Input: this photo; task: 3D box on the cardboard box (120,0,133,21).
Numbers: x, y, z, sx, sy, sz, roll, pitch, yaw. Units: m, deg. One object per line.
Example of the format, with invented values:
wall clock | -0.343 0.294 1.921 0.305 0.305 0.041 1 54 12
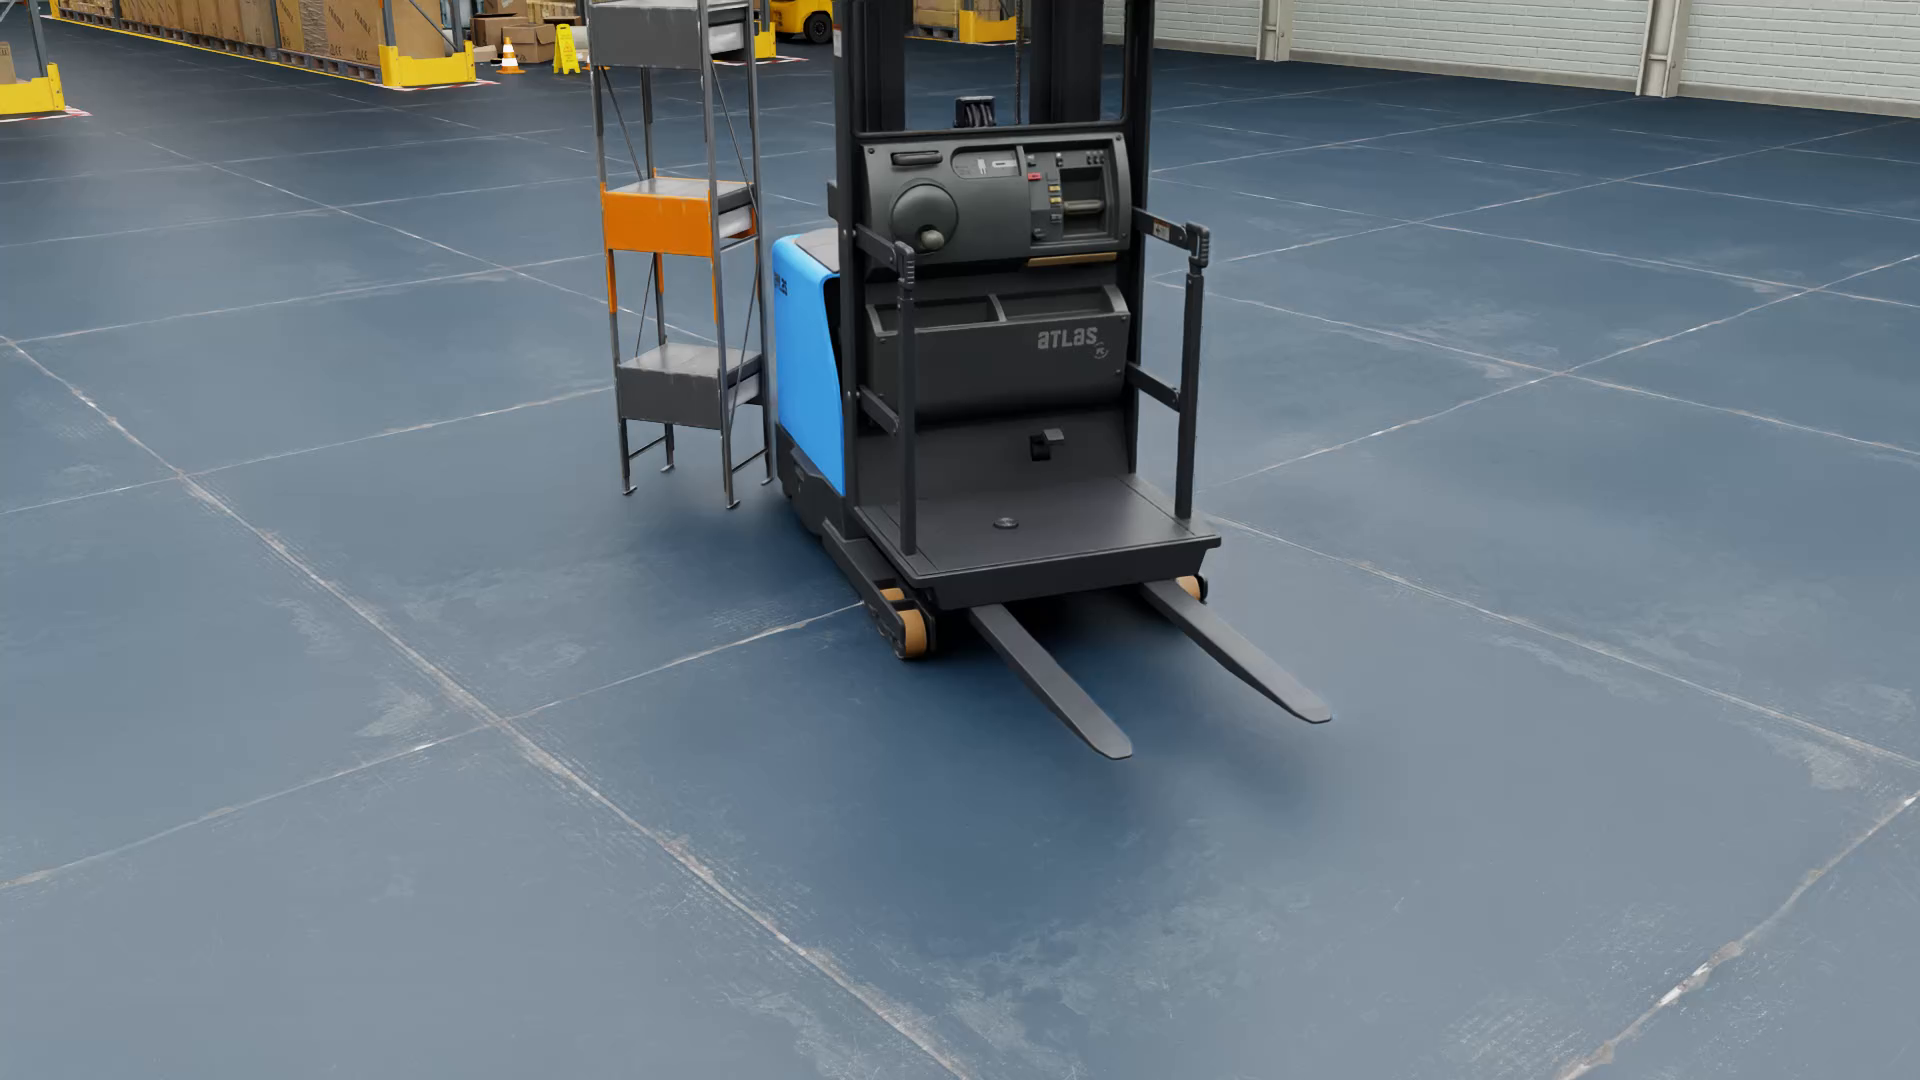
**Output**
cardboard box | -14.495 -9.461 29.378 0.500 0.500 0.500 -16 27 -35

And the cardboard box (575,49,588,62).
cardboard box | -5.645 -7.141 24.513 0.380 0.149 0.250 -4 22 -10

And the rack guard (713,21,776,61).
rack guard | -3.309 -7.445 24.806 1.175 0.500 0.348 -17 27 -37

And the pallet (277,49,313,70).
pallet | -9.117 -6.959 23.963 1.003 0.211 1.213 -17 27 -37

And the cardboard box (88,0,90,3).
cardboard box | -16.169 -10.177 31.281 0.380 0.149 0.250 -16 26 -35

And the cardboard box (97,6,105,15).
cardboard box | -15.618 -9.741 30.576 0.380 0.149 0.250 -19 28 -39

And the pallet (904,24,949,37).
pallet | -0.825 -9.010 29.199 1.003 0.211 1.213 -17 27 -37

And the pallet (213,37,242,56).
pallet | -10.916 -7.721 25.906 1.003 0.211 1.213 -17 27 -37

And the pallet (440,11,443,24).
pallet | -9.731 -10.072 31.911 1.003 0.211 1.213 -17 27 -37

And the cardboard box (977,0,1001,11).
cardboard box | 0.349 -9.098 28.108 0.500 0.250 0.500 -17 27 -36

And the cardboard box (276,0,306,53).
cardboard box | -9.197 -7.502 23.863 0.875 0.875 0.875 -17 27 -37

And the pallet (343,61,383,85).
pallet | -7.525 -6.285 22.242 1.003 0.211 1.213 -17 27 -37

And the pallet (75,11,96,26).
pallet | -16.042 -9.913 31.503 1.003 0.211 1.213 -17 27 -37

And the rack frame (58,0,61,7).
rack frame | -17.388 -11.802 32.503 1.000 3.000 0.127 -17 27 -37

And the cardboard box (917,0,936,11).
cardboard box | -0.375 -9.120 28.164 0.500 0.250 0.500 -18 28 -38

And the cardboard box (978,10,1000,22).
cardboard box | 0.326 -8.868 28.206 0.500 0.250 0.500 -17 27 -37

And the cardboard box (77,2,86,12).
cardboard box | -16.469 -10.095 31.479 0.380 0.149 0.250 -19 28 -40

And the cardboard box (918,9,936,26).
cardboard box | -0.365 -8.880 28.237 0.500 0.250 0.500 -17 27 -37

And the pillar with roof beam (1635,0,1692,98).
pillar with roof beam | 5.298 -8.630 16.180 9.100 9.000 0.400 -17 27 -37

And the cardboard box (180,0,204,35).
cardboard box | -11.836 -8.550 26.709 1.050 0.750 0.750 -18 28 -38

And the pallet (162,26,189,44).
pallet | -12.674 -8.510 27.921 1.003 0.211 1.213 -17 27 -37

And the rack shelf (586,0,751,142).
rack shelf | -1.106 -1.842 6.426 0.480 0.518 0.431 8 23 19

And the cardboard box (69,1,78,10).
cardboard box | -16.804 -10.233 31.830 0.380 0.149 0.250 -17 27 -37

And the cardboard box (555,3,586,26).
cardboard box | -6.215 -8.809 27.889 0.950 0.372 0.625 -17 27 -37

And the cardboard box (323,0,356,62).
cardboard box | -8.012 -7.002 22.585 0.875 0.875 0.875 -18 28 -38

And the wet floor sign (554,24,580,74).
wet floor sign | -5.425 -6.749 22.829 0.232 0.644 0.267 17 27 36

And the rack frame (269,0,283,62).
rack frame | -9.554 -8.487 24.038 1.000 3.000 0.127 -17 27 -37

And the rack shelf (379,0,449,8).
rack shelf | -8.249 -7.599 22.759 1.077 0.370 4.000 -17 27 -37

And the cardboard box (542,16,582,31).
cardboard box | -6.202 -7.910 25.991 0.500 0.500 0.500 0 21 -1

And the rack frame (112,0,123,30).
rack frame | -14.776 -10.697 29.682 1.000 3.000 0.127 -17 27 -37

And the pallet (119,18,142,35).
pallet | -14.267 -9.184 29.642 1.003 0.211 1.213 -17 27 -37

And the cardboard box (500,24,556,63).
cardboard box | -6.324 -7.308 24.452 0.637 0.503 0.797 3 22 9

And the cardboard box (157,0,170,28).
cardboard box | -13.129 -8.887 27.913 0.500 0.500 0.500 -16 27 -35

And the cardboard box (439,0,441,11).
cardboard box | -9.448 -10.462 31.420 0.875 0.875 0.875 -17 27 -37

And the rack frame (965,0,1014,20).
rack frame | 0.499 -9.770 27.316 1.000 3.000 0.127 -17 27 -37

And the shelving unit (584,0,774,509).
shelving unit | -1.106 -1.203 6.676 0.503 2.100 0.431 8 23 19

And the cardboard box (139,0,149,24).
cardboard box | -13.796 -9.174 28.645 0.500 0.500 0.500 -17 27 -37

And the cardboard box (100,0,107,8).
cardboard box | -15.409 -9.787 30.283 0.380 0.149 0.250 -19 28 -40

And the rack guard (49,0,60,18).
rack guard | -17.338 -10.617 32.905 1.175 0.500 0.348 -17 27 -37

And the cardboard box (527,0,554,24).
cardboard box | -7.142 -9.199 28.884 0.950 0.372 0.625 -16 27 -36

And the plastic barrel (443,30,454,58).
plastic barrel | -7.652 -7.339 24.640 0.512 0.421 0.421 0 21 -1

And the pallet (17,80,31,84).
pallet | -11.320 -5.184 19.430 1.003 0.211 1.213 -17 27 -37

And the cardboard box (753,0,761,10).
cardboard box | -3.455 -10.530 31.937 0.875 0.625 0.625 -19 28 -40

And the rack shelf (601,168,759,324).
rack shelf | -1.106 -1.190 6.681 0.480 0.518 0.431 8 23 19

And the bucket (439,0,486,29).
bucket | -7.719 -8.181 25.664 0.726 0.611 0.620 -8 13 -19

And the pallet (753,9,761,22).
pallet | -3.424 -10.109 32.003 1.003 0.211 1.213 -17 27 -37

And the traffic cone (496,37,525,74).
traffic cone | -6.214 -6.685 22.917 0.336 0.463 0.334 -17 27 -37

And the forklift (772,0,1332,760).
forklift | 0.208 -1.140 5.376 1.130 2.935 3.031 -7 23 -18

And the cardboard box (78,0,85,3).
cardboard box | -16.547 -10.320 31.644 0.380 0.149 0.250 -19 28 -40

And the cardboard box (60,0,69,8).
cardboard box | -17.288 -10.449 32.382 0.380 0.149 0.250 -17 27 -36

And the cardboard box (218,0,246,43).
cardboard box | -10.655 -8.052 25.438 1.050 0.750 0.750 -17 27 -37

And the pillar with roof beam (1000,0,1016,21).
pillar with roof beam | -2.535 -11.946 24.645 9.100 9.000 0.400 -17 27 -37

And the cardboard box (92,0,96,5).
cardboard box | -15.868 -10.015 30.866 0.380 0.149 0.250 -17 27 -36

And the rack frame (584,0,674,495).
rack frame | -1.335 -1.234 6.756 0.015 2.100 0.400 8 23 19

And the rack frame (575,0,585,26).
rack frame | -5.870 -9.693 27.118 1.000 3.000 0.127 -17 27 -37
